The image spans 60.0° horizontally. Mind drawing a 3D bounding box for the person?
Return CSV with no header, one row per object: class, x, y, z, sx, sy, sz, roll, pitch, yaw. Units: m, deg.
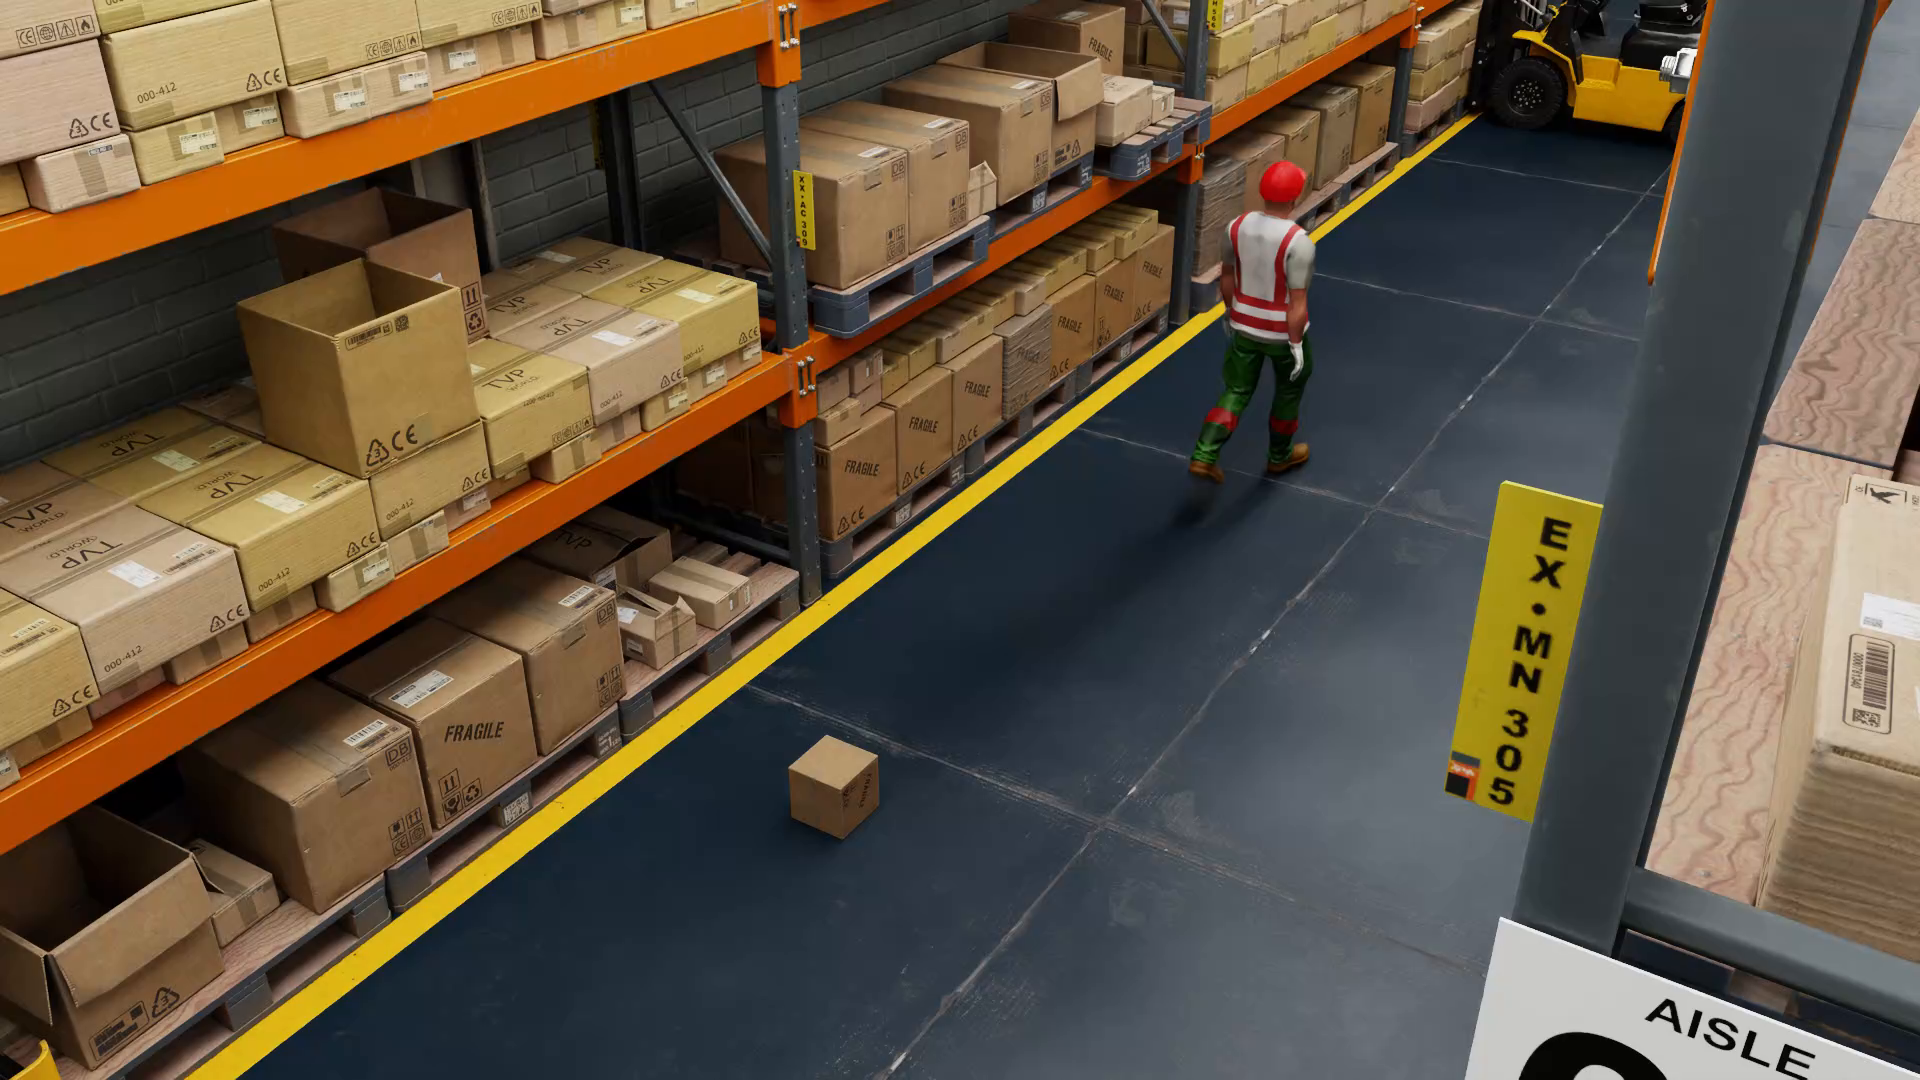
person,1.536,-1.075,8.444,0.567,1.760,0.929,23,37,34
